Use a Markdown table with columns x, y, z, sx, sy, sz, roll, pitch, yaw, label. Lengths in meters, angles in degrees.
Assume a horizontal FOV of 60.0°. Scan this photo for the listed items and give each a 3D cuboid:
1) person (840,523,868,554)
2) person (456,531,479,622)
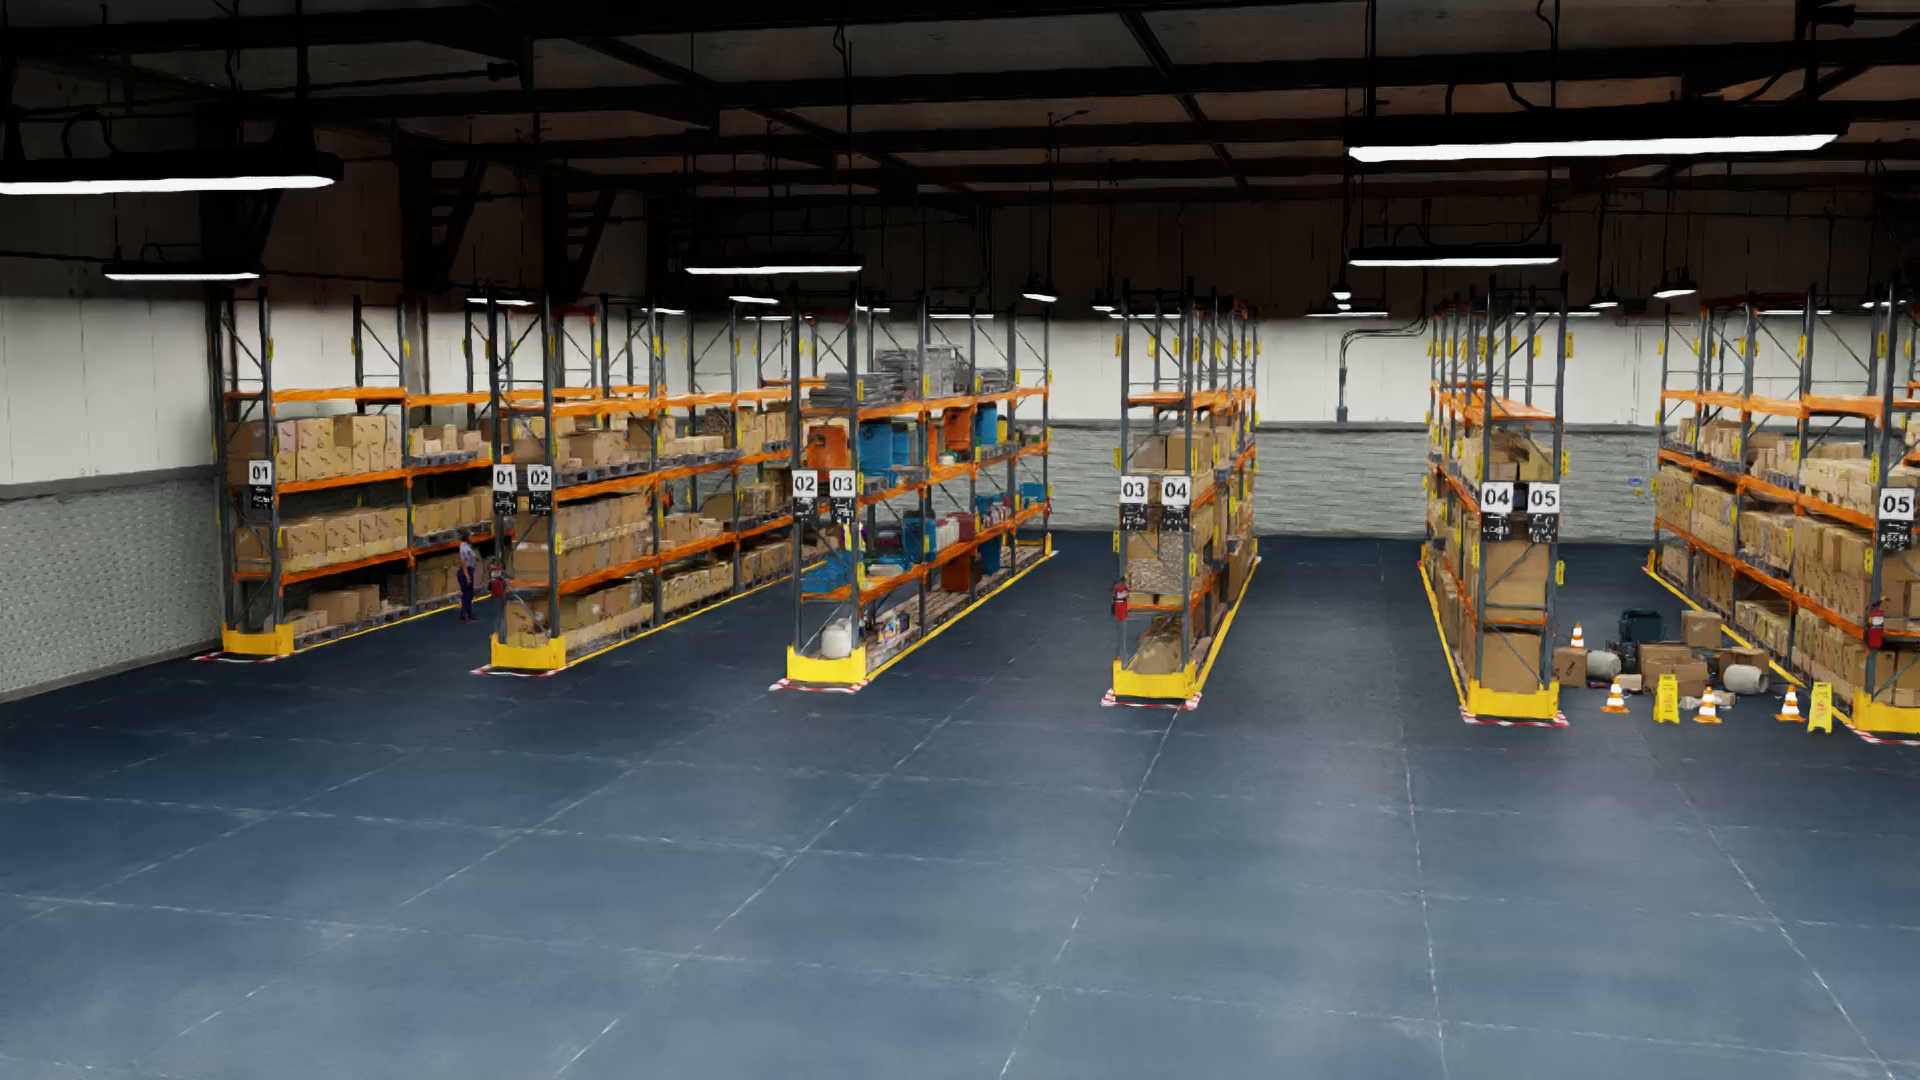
| x | y | z | sx | sy | sz | roll | pitch | yaw | label |
| --- | --- | --- | --- | --- | --- | --- | --- | --- | --- |
| -2.194 | 0.231 | 34.163 | 0.577 | 1.691 | 1.121 | 2 | 7 | 15 | person |
| -9.111 | 0.686 | 30.737 | 0.380 | 1.715 | 0.565 | -2 | 7 | -15 | person |
